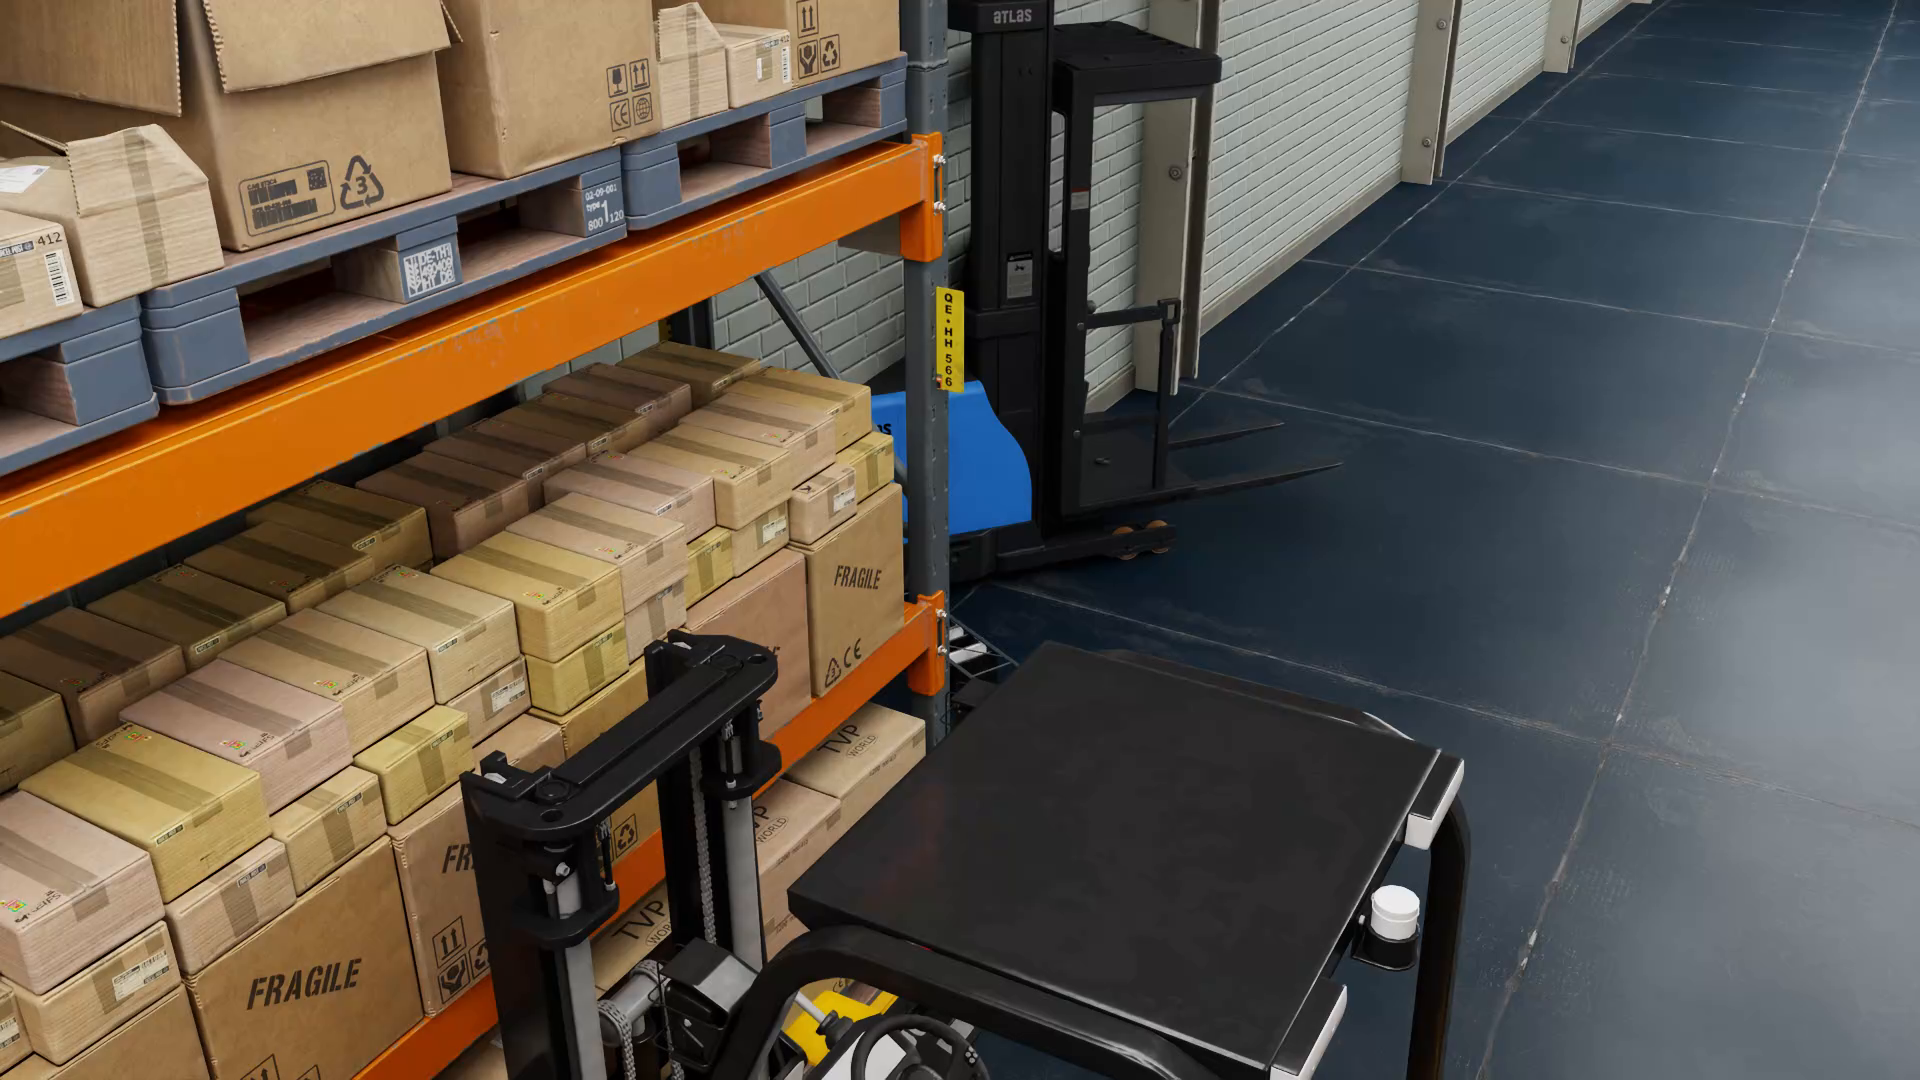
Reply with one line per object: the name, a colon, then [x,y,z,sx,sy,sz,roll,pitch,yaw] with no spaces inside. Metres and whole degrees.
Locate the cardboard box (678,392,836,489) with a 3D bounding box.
cardboard box: [-0.586,-0.286,4.802,0.380,0.149,0.250,14,30,26]

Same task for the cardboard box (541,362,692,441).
cardboard box: [-1.035,-0.401,5.032,0.380,0.149,0.250,15,30,28]

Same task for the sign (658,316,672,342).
sign: [-0.979,-0.654,5.650,0.100,0.325,0.005,14,30,26]

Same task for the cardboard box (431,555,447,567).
cardboard box: [-1.456,0.013,4.536,0.380,0.149,0.250,15,30,27]

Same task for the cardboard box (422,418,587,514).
cardboard box: [-1.260,-0.197,4.625,0.380,0.149,0.250,14,30,26]

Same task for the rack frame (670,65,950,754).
rack frame: [-0.499,-0.107,5.613,1.000,3.000,0.127,14,30,26]

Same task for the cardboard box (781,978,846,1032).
cardboard box: [-0.708,1.379,5.247,0.500,0.250,0.500,14,30,26]

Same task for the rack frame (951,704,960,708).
rack frame: [-0.085,0.594,7.548,0.240,0.006,0.900,-17,32,-31]

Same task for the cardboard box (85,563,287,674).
cardboard box: [-1.762,0.209,3.812,0.380,0.149,0.250,15,30,28]

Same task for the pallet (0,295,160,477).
pallet: [-2.069,-0.188,2.523,1.003,0.211,1.213,14,30,26]

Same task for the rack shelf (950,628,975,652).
rack shelf: [-0.052,0.524,7.461,0.258,0.200,0.077,-17,32,-31]

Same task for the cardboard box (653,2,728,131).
cardboard box: [-0.767,-1.132,3.879,0.396,0.266,0.258,14,30,26]

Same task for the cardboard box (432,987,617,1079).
cardboard box: [-1.195,1.331,4.226,0.500,0.250,0.500,14,30,25]

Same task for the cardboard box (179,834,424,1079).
cardboard box: [-1.531,0.887,3.515,0.500,0.500,0.500,14,30,26]

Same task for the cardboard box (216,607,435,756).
cardboard box: [-1.379,0.305,3.622,0.380,0.149,0.250,14,30,26]

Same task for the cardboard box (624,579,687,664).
cardboard box: [-0.928,0.157,4.249,0.380,0.149,0.250,13,29,24]

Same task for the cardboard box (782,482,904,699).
cardboard box: [-0.512,0.098,5.092,0.500,0.500,0.500,13,30,25]

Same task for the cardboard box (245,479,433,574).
cardboard box: [-1.583,-0.009,4.247,0.380,0.149,0.250,13,30,25]

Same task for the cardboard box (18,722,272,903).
cardboard box: [-1.563,0.517,3.197,0.380,0.149,0.250,14,30,25]

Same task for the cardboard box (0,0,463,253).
cardboard box: [-1.416,-0.904,3.158,0.797,0.503,0.637,15,30,28]

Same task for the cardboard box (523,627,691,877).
cardboard box: [-1.027,0.498,4.293,0.500,0.500,0.500,14,30,25]

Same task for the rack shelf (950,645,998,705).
rack shelf: [0.051,0.592,7.329,0.258,0.200,0.077,-17,32,-31]

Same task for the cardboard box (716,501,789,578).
cardboard box: [-0.706,-0.051,4.665,0.380,0.149,0.250,15,30,27]

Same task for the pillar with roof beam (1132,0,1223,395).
pillar with roof beam: [5.074,-4.107,6.902,9.100,9.000,0.400,14,30,26]

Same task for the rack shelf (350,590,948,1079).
rack shelf: [-1.482,0.994,4.217,1.077,0.370,4.000,14,30,26]

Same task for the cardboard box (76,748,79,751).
cardboard box: [-1.901,0.431,3.701,0.380,0.149,0.250,14,30,26]

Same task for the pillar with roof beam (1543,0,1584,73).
pillar with roof beam: [10.977,-8.784,16.244,9.100,9.000,0.400,14,30,26]

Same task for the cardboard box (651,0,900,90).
cardboard box: [-0.504,-1.499,4.351,0.500,0.500,0.500,15,30,28]

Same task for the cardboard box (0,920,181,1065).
cardboard box: [-1.665,0.762,3.041,0.380,0.149,0.250,15,30,27]

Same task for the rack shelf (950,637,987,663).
rack shelf: [-0.001,0.558,7.395,0.258,0.200,0.077,-17,32,-31]

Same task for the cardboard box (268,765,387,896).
cardboard box: [-1.426,0.558,3.448,0.380,0.149,0.250,13,29,24]

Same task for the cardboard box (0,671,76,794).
cardboard box: [-2.081,0.390,3.451,0.380,0.149,0.250,14,30,25]

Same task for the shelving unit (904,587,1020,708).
shelving unit: [-0.084,0.503,7.502,0.258,0.210,0.900,-17,32,-31]

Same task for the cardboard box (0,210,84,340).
cardboard box: [-1.603,-0.417,2.581,0.380,0.149,0.250,15,30,28]

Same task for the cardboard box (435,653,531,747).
cardboard box: [-1.236,0.338,3.888,0.380,0.149,0.250,14,30,26]

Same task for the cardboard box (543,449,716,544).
cardboard box: [-0.878,-0.097,4.425,0.380,0.149,0.250,14,30,26]

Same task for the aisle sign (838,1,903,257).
aisle sign: [-0.211,-1.231,4.953,0.394,0.787,0.004,14,30,26]

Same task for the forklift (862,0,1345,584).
forklift: [0.579,-1.417,8.305,3.031,2.935,1.130,-10,28,-20]

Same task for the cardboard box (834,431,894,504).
cardboard box: [-0.425,-0.245,5.052,0.380,0.149,0.250,15,30,27]

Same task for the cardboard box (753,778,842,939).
cardboard box: [-0.700,0.936,5.015,0.500,0.250,0.500,15,30,27]

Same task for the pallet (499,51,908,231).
pallet: [-0.869,-1.139,4.422,1.003,0.211,1.213,14,30,26]

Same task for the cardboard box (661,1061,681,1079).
cardboard box: [-0.958,1.369,4.709,0.500,0.250,0.500,13,30,25]

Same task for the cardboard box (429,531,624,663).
cardboard box: [-1.032,0.131,3.970,0.380,0.149,0.250,15,30,27]
